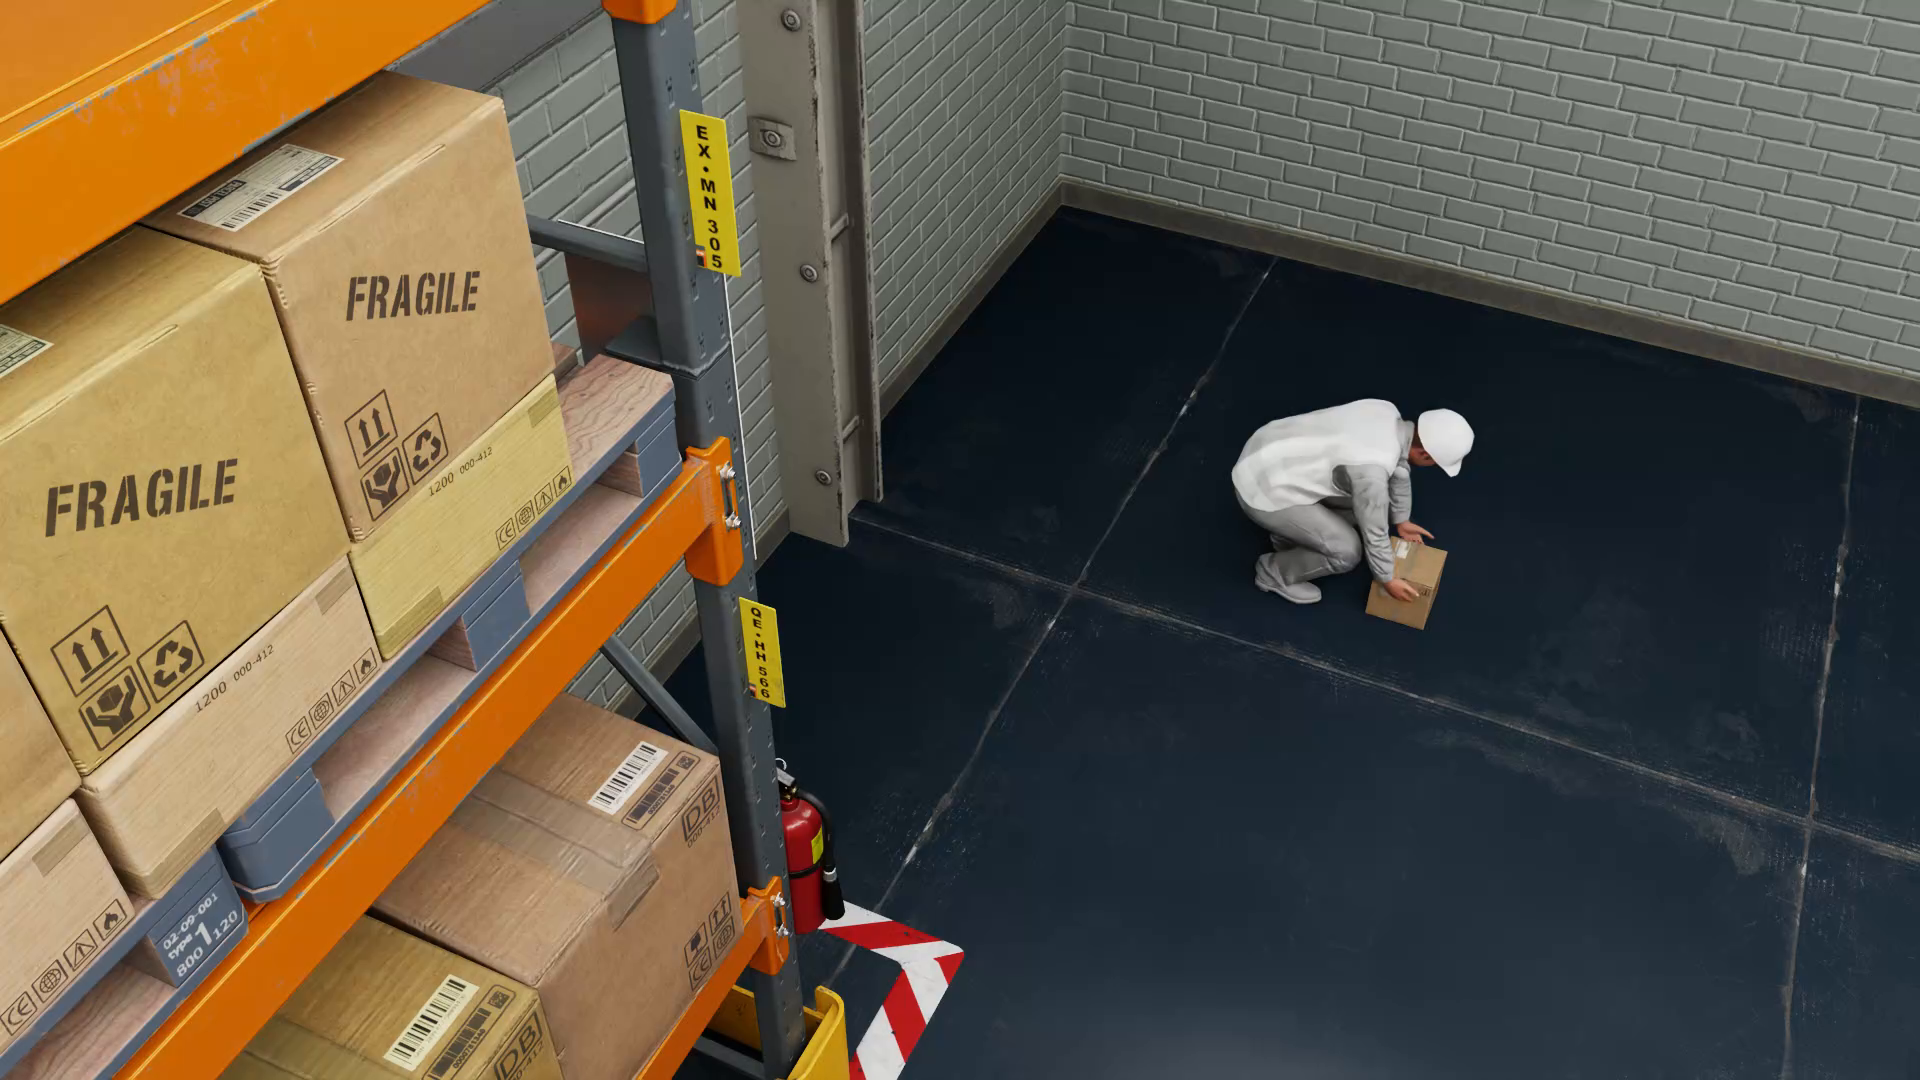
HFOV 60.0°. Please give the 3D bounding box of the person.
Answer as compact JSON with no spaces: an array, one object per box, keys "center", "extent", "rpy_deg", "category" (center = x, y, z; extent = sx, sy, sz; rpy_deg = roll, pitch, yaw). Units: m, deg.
[{"center":[1.628,-0.123,6.992],"extent":[0.927,0.871,0.527],"rpy_deg":[17,45,18],"category":"person"}]
